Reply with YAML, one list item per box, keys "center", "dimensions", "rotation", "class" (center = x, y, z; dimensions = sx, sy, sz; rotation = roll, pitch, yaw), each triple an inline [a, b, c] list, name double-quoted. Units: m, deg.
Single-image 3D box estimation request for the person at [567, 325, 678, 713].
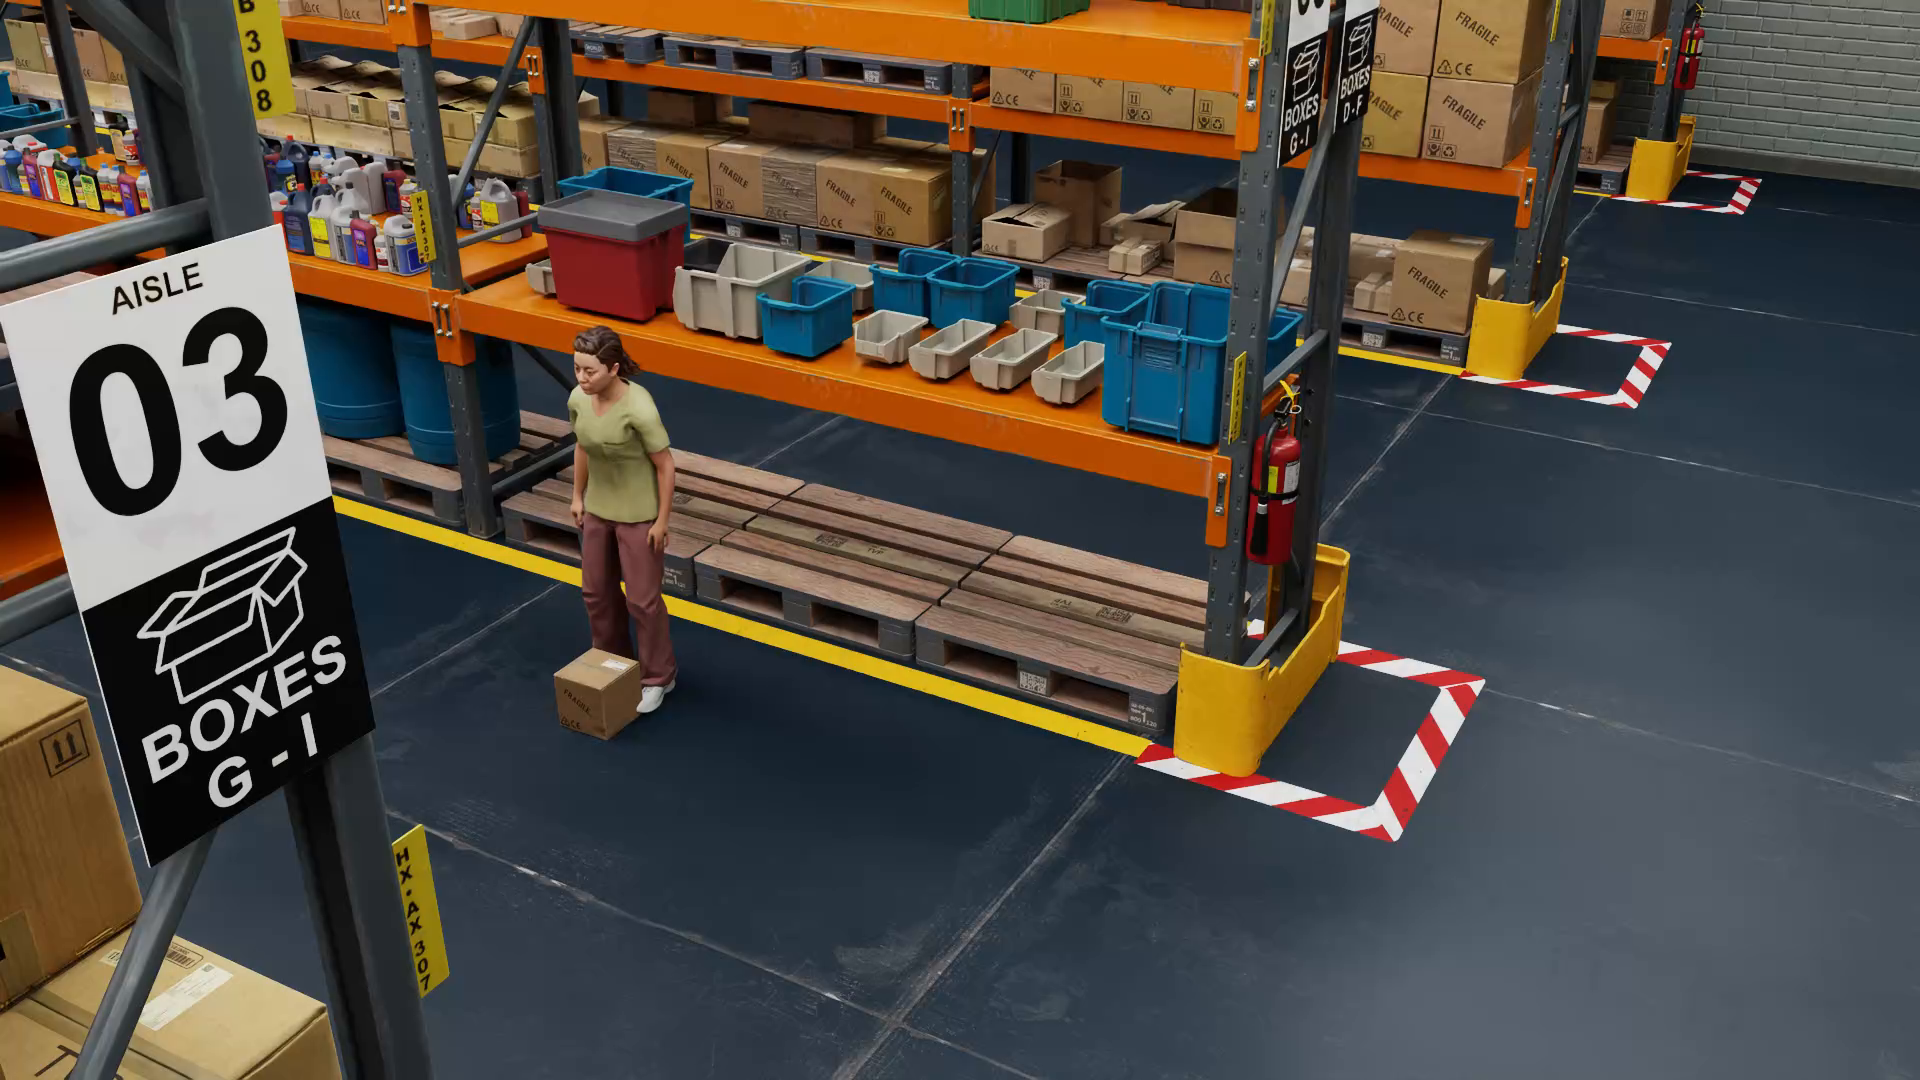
- center: [-1.388, -0.094, 6.804]
  dimensions: [0.499, 1.673, 0.354]
  rotation: [14, 30, 26]
  class: "person"
